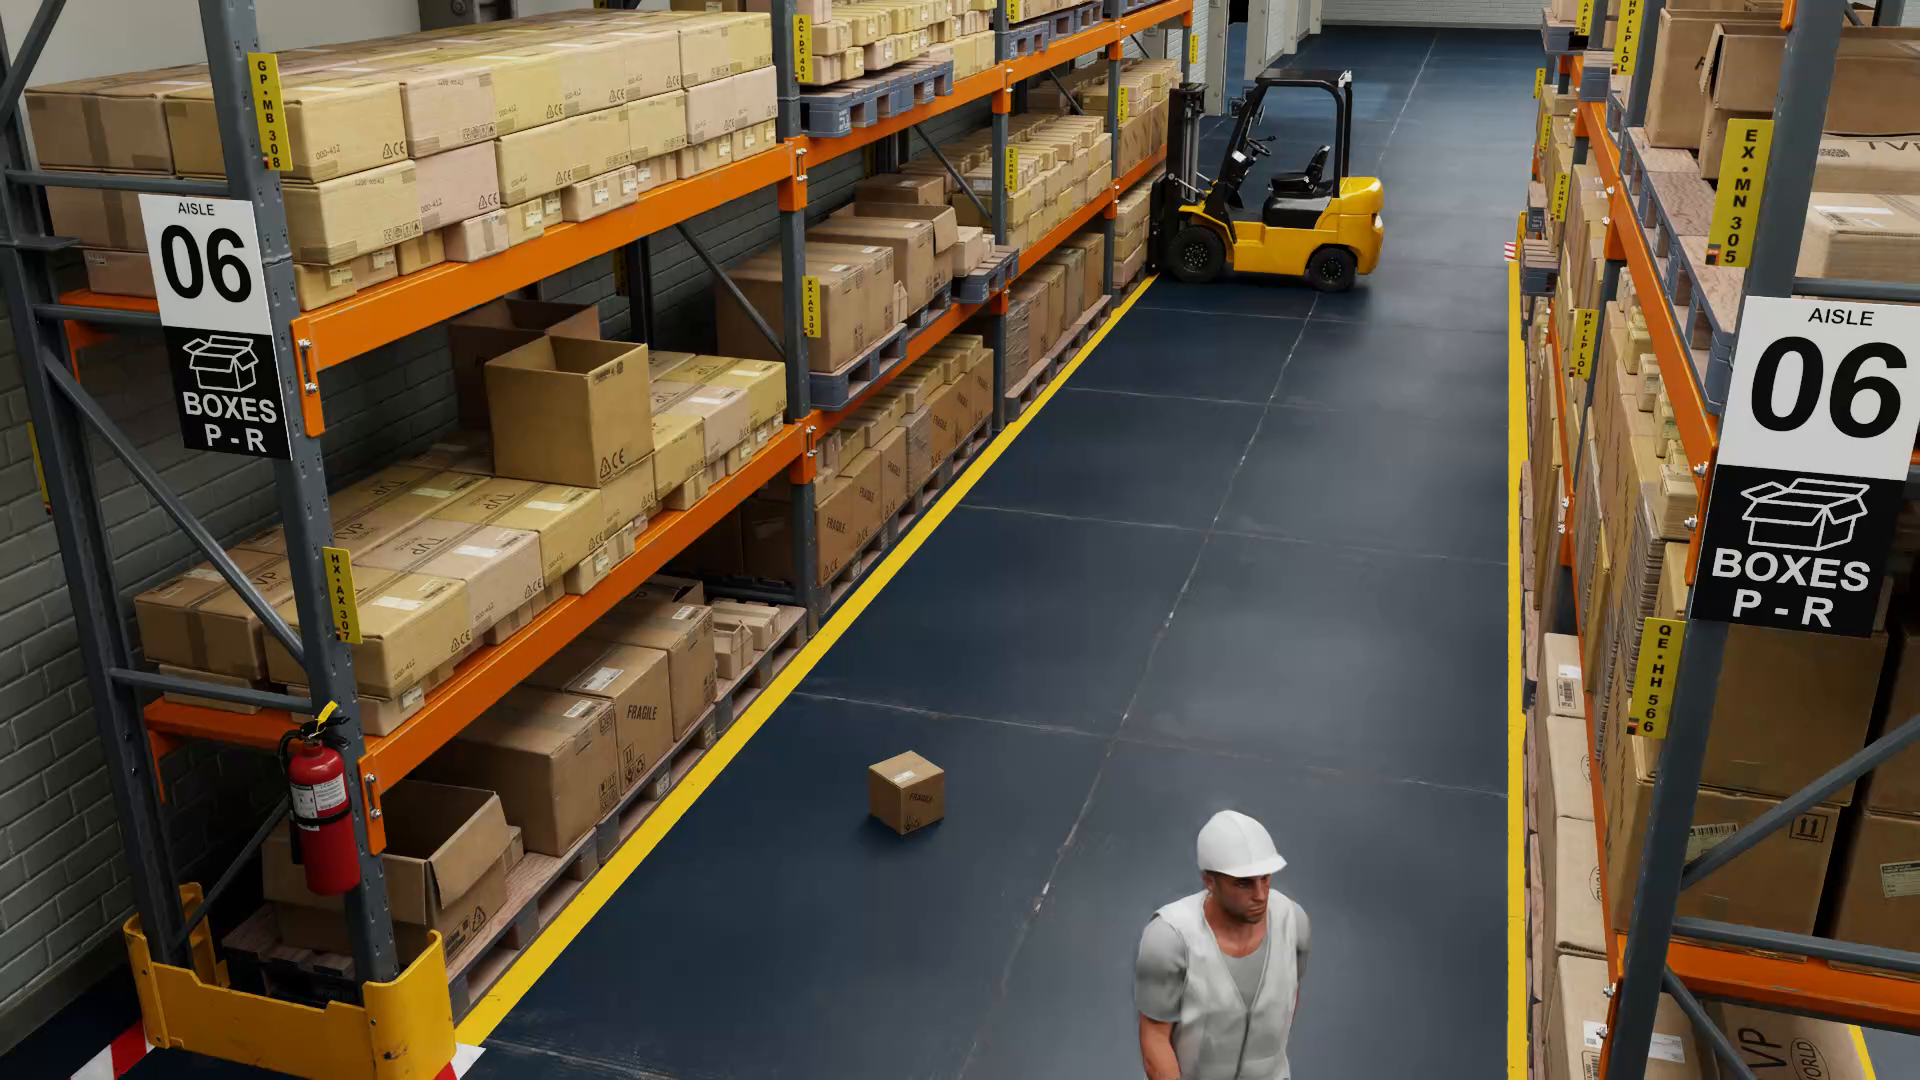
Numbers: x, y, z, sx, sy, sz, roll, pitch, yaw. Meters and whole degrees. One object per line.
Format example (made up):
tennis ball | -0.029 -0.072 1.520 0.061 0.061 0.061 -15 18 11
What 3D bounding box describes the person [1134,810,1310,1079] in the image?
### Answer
person | 0.749 1.570 4.567 0.528 1.735 1.000 -4 22 -10
